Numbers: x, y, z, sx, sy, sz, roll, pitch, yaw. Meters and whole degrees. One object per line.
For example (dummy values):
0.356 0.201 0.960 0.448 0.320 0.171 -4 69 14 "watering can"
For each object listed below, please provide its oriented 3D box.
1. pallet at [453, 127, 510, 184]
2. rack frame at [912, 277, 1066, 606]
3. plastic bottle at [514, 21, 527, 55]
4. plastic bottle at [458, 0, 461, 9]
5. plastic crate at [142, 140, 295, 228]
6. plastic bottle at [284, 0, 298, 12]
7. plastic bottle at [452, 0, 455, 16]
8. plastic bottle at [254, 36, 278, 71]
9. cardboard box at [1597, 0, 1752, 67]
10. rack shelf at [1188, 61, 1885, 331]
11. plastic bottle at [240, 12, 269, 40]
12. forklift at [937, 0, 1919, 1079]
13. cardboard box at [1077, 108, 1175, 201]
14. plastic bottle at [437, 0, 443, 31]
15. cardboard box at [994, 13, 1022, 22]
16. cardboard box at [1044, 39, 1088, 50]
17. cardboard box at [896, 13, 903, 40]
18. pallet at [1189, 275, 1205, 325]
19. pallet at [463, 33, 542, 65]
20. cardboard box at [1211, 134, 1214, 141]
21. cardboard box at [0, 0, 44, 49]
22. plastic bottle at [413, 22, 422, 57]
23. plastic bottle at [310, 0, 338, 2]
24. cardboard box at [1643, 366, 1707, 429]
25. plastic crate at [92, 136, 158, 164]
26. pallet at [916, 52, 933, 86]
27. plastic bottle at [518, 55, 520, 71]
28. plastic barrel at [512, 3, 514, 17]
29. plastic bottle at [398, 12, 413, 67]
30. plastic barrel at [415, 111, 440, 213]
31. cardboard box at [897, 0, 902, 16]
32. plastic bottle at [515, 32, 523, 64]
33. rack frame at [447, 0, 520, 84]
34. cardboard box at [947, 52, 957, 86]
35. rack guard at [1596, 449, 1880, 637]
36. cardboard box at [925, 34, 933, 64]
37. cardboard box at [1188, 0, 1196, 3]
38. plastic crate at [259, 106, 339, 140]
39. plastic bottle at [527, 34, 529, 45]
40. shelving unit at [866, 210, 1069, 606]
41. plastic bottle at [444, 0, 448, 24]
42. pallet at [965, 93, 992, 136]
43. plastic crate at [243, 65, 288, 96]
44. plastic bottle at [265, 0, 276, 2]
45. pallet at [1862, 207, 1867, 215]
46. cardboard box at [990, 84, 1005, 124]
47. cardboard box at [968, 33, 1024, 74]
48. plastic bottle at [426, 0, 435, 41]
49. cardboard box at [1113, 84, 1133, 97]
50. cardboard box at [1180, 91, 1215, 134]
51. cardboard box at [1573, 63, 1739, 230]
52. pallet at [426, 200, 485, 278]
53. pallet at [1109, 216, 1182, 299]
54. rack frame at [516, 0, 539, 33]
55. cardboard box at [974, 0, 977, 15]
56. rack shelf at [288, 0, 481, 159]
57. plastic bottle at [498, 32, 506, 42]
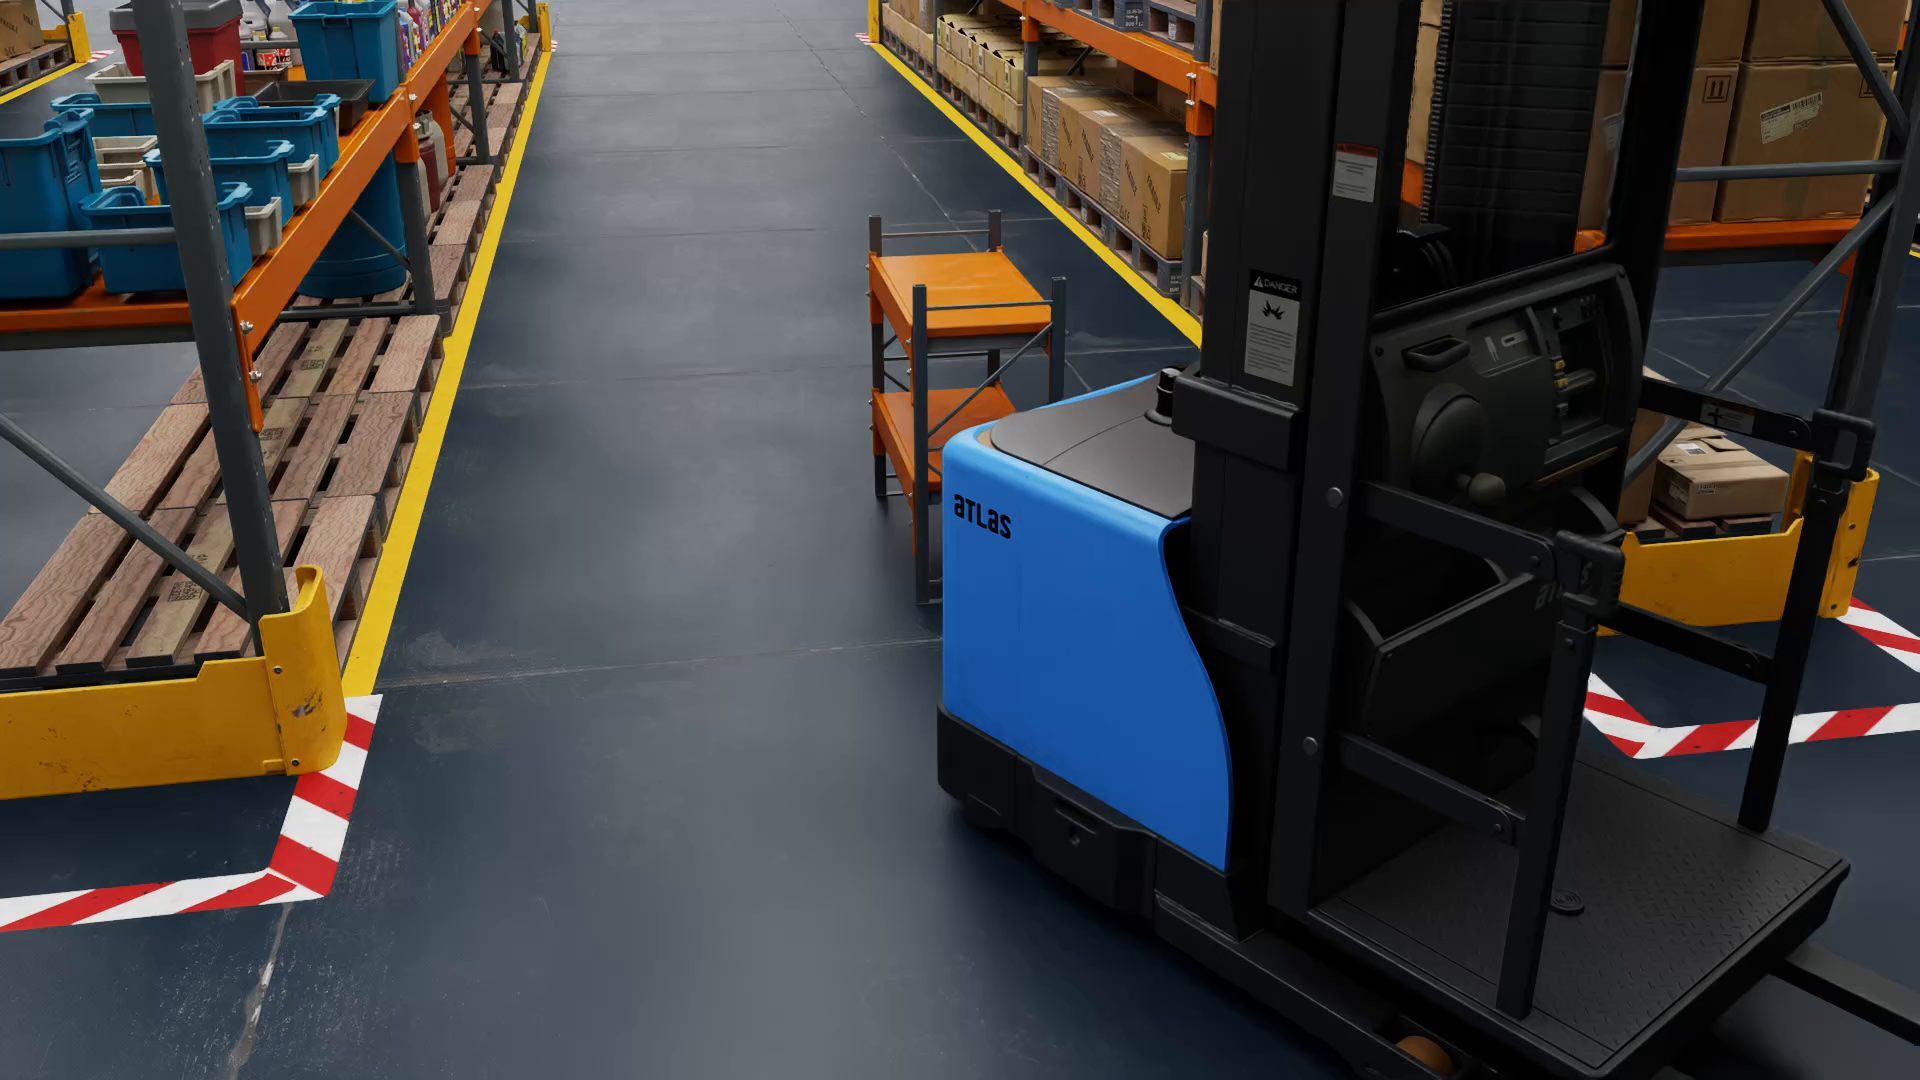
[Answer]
-3.994 -2.924 12.681 1.003 0.211 1.213 -4 24 -10 "pallet"
0.095 -0.313 5.561 0.500 1.125 0.032 -4 24 -10 "rack frame"
-4.518 -5.118 16.981 0.144 0.351 0.185 -3 24 -8 "plastic bottle"
-3.395 -3.713 11.150 0.061 0.283 0.133 -4 24 -10 "plastic bottle"
-2.254 -1.079 5.106 0.416 0.233 0.300 -4 24 -10 "plastic crate"
-3.533 -2.719 8.789 0.144 0.351 0.185 -4 24 -10 "plastic bottle"
-3.331 -3.500 10.764 0.097 0.201 0.097 0 24 0 "plastic bottle"
-3.421 -2.377 8.194 0.097 0.201 0.097 0 24 0 "plastic bottle"
2.106 -1.771 5.184 0.500 0.500 0.500 -5 24 -10 "cardboard box"
2.089 -1.570 6.995 1.077 0.370 4.000 -4 24 -10 "rack shelf"
-3.607 -2.539 8.470 0.152 0.276 0.135 -4 24 -10 "plastic bottle"
1.280 -0.303 3.282 1.130 2.935 3.031 -19 30 -37 "forklift"
1.075 -2.507 10.816 0.500 0.500 0.500 -5 24 -12 "cardboard box"
-3.195 -3.229 9.956 0.144 0.351 0.185 -4 24 -10 "plastic bottle"
0.597 -4.884 15.895 0.500 0.311 0.500 -4 24 -10 "cardboard box"
0.974 -4.083 14.061 0.500 0.311 0.500 -5 24 -11 "cardboard box"
-0.431 -5.718 18.505 0.500 0.250 0.500 -4 24 -10 "cardboard box"
1.845 -1.138 8.591 1.003 0.211 1.213 -4 24 -10 "pallet"
-5.163 -5.417 18.388 1.003 0.211 1.213 -4 24 -10 "pallet"
1.760 -2.159 10.020 0.500 0.500 0.500 -4 24 -9 "cardboard box"
-10.137 -5.474 17.635 0.500 0.500 0.500 0 24 0 "cardboard box"
-2.959 -2.708 8.951 0.097 0.201 0.097 0 24 0 "plastic bottle"
-3.720 -3.133 9.737 0.144 0.351 0.185 -4 24 -10 "plastic bottle"
2.545 -0.486 6.500 0.500 0.250 0.500 -4 24 -10 "cardboard box"
-2.926 -1.299 5.732 0.298 0.136 0.250 -4 24 -10 "plastic crate"
0.134 -4.871 17.138 1.003 0.211 1.213 -4 24 -10 "pallet"
-4.276 -4.584 15.946 0.097 0.201 0.097 0 24 0 "plastic bottle"
-5.172 -5.840 18.457 0.421 0.512 0.421 0 24 0 "plastic barrel"
-2.880 -2.572 8.553 0.097 0.271 0.097 0 24 0 "plastic bottle"
-3.573 -2.346 10.362 0.600 0.588 0.708 -4 24 -10 "plastic barrel"
-0.420 -6.062 18.357 0.500 0.500 0.500 -4 24 -10 "cardboard box"
-4.405 -4.878 16.430 0.144 0.351 0.185 -5 24 -12 "plastic bottle"
-4.629 -5.467 15.021 1.000 3.000 0.127 -4 24 -10 "rack frame"
0.164 -4.387 15.457 0.500 0.250 0.500 -4 24 -8 "cardboard box"
2.445 0.003 5.618 1.175 0.500 0.348 -4 24 -10 "rack guard"
-0.061 -4.931 16.704 0.500 0.250 0.500 -4 24 -10 "cardboard box"
1.662 -3.393 9.621 0.700 0.500 0.500 -1 24 -1 "cardboard box"
-2.532 -1.565 6.339 0.293 0.136 0.466 -4 24 -10 "plastic crate"
-4.598 -5.270 17.516 0.097 0.201 0.097 0 24 0 "plastic bottle"
0.001 -0.513 6.019 0.538 1.125 1.048 -4 24 -10 "shelving unit"
-3.241 -3.308 10.325 0.097 0.201 0.097 0 24 0 "plastic bottle"
0.643 -3.787 14.657 1.003 0.211 1.213 -4 24 -10 "pallet"
-3.204 -2.034 7.413 0.396 0.136 0.243 -4 24 -10 "plastic crate"
-3.726 -2.790 9.045 0.152 0.276 0.135 -4 24 -10 "plastic bottle"
6.141 -2.555 11.836 1.003 0.211 1.213 -4 24 -10 "pallet"
0.544 -3.583 13.617 0.500 0.250 0.500 -5 24 -10 "cardboard box"
0.357 -4.236 14.412 0.500 0.311 0.500 -4 24 -8 "cardboard box"
-3.087 -3.013 9.563 0.097 0.271 0.097 0 24 0 "plastic bottle"
1.383 -2.965 11.864 0.500 0.500 0.500 -3 24 -8 "cardboard box"
1.684 -2.687 10.292 0.500 0.250 0.500 -4 24 -10 "cardboard box"
2.109 -1.314 5.387 0.500 0.500 0.500 -4 24 -8 "cardboard box"
-3.480 -1.830 10.177 1.003 0.211 1.213 -4 24 -10 "pallet"
1.532 -1.725 9.936 1.003 0.211 1.213 -4 24 -10 "pallet"
-5.368 -7.041 18.623 1.000 3.000 0.127 -4 24 -10 "rack frame"
0.362 -5.510 17.093 0.500 0.500 0.500 -4 24 -10 "cardboard box"
-3.519 -2.778 9.761 1.077 0.370 4.000 -4 24 -10 "rack shelf"
-4.625 -4.990 16.780 0.152 0.276 0.135 -4 24 -10 "plastic bottle"
